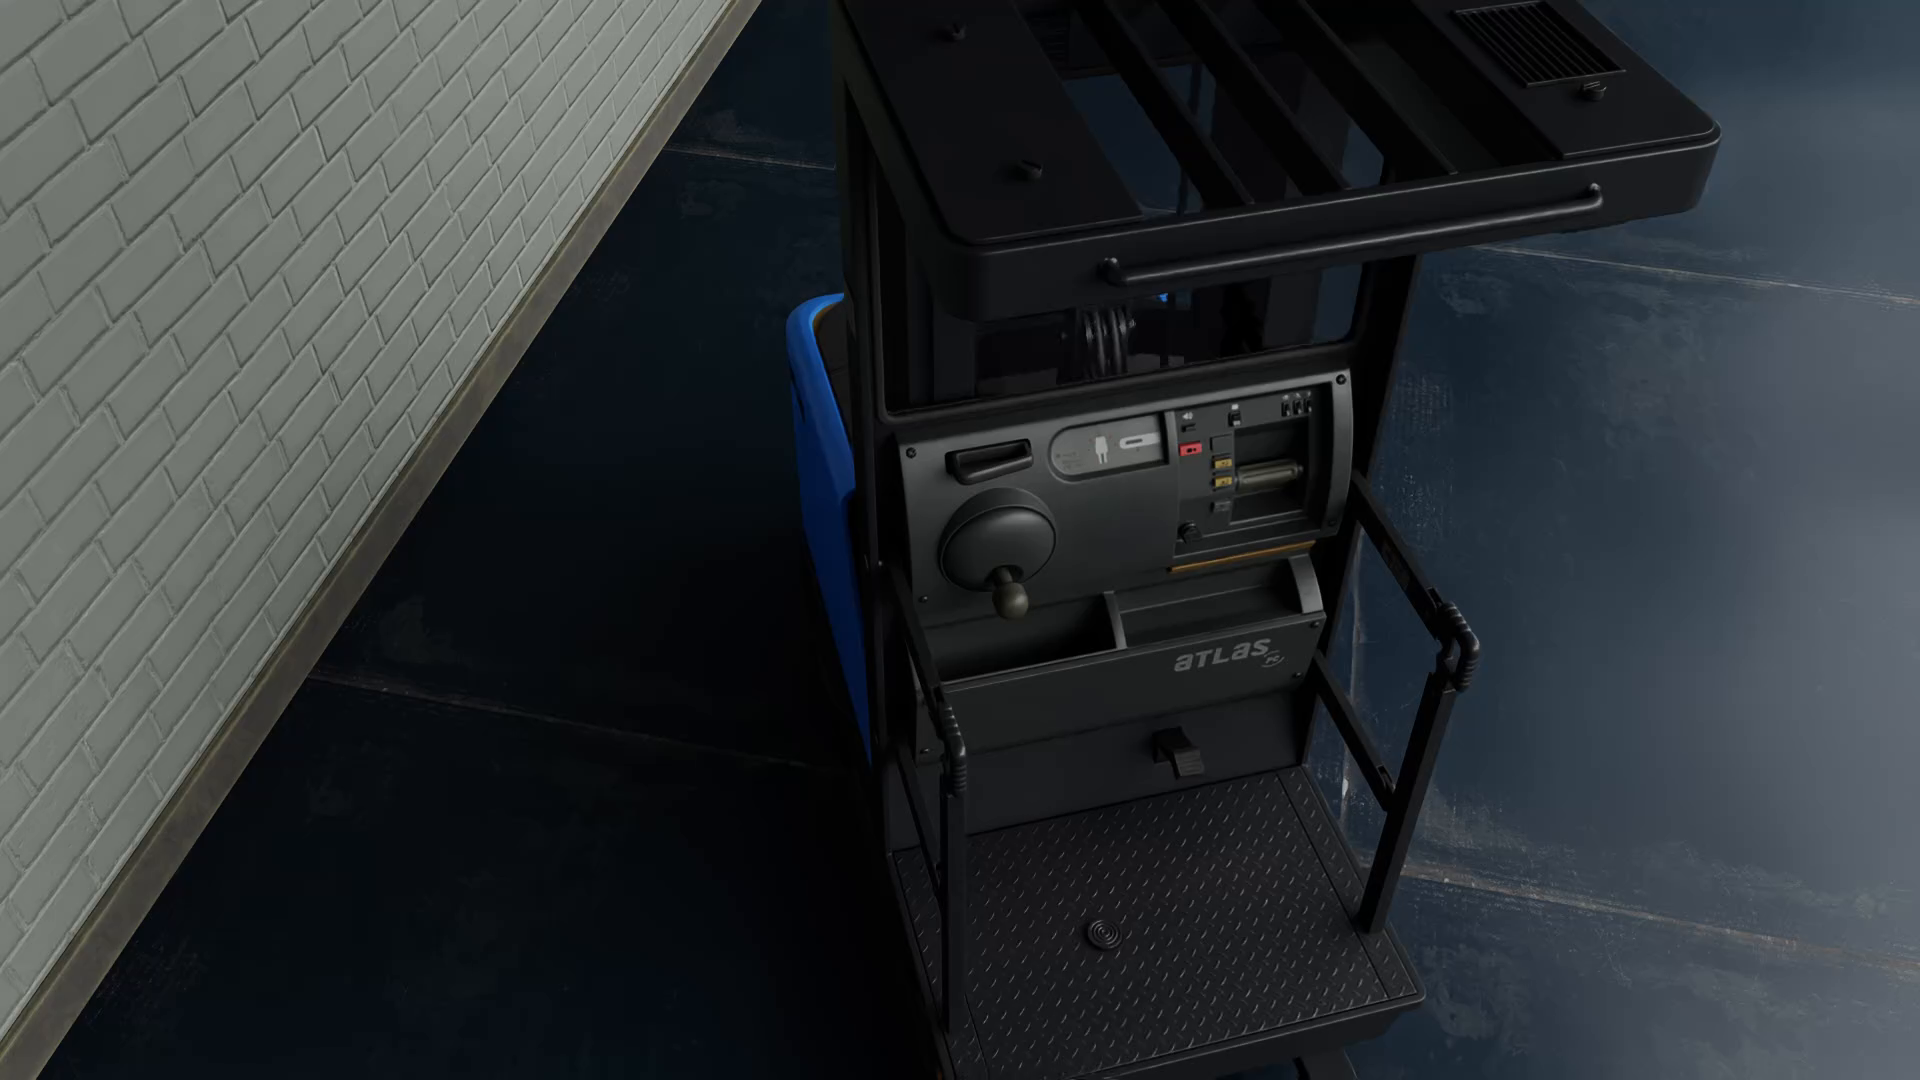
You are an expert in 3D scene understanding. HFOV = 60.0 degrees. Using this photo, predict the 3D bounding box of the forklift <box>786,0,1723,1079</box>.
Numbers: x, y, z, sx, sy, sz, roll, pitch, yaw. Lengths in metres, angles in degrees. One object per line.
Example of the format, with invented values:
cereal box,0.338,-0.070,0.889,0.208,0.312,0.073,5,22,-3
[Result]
forklift,0.395,-0.008,3.145,1.130,2.935,3.031,-10,45,-11
